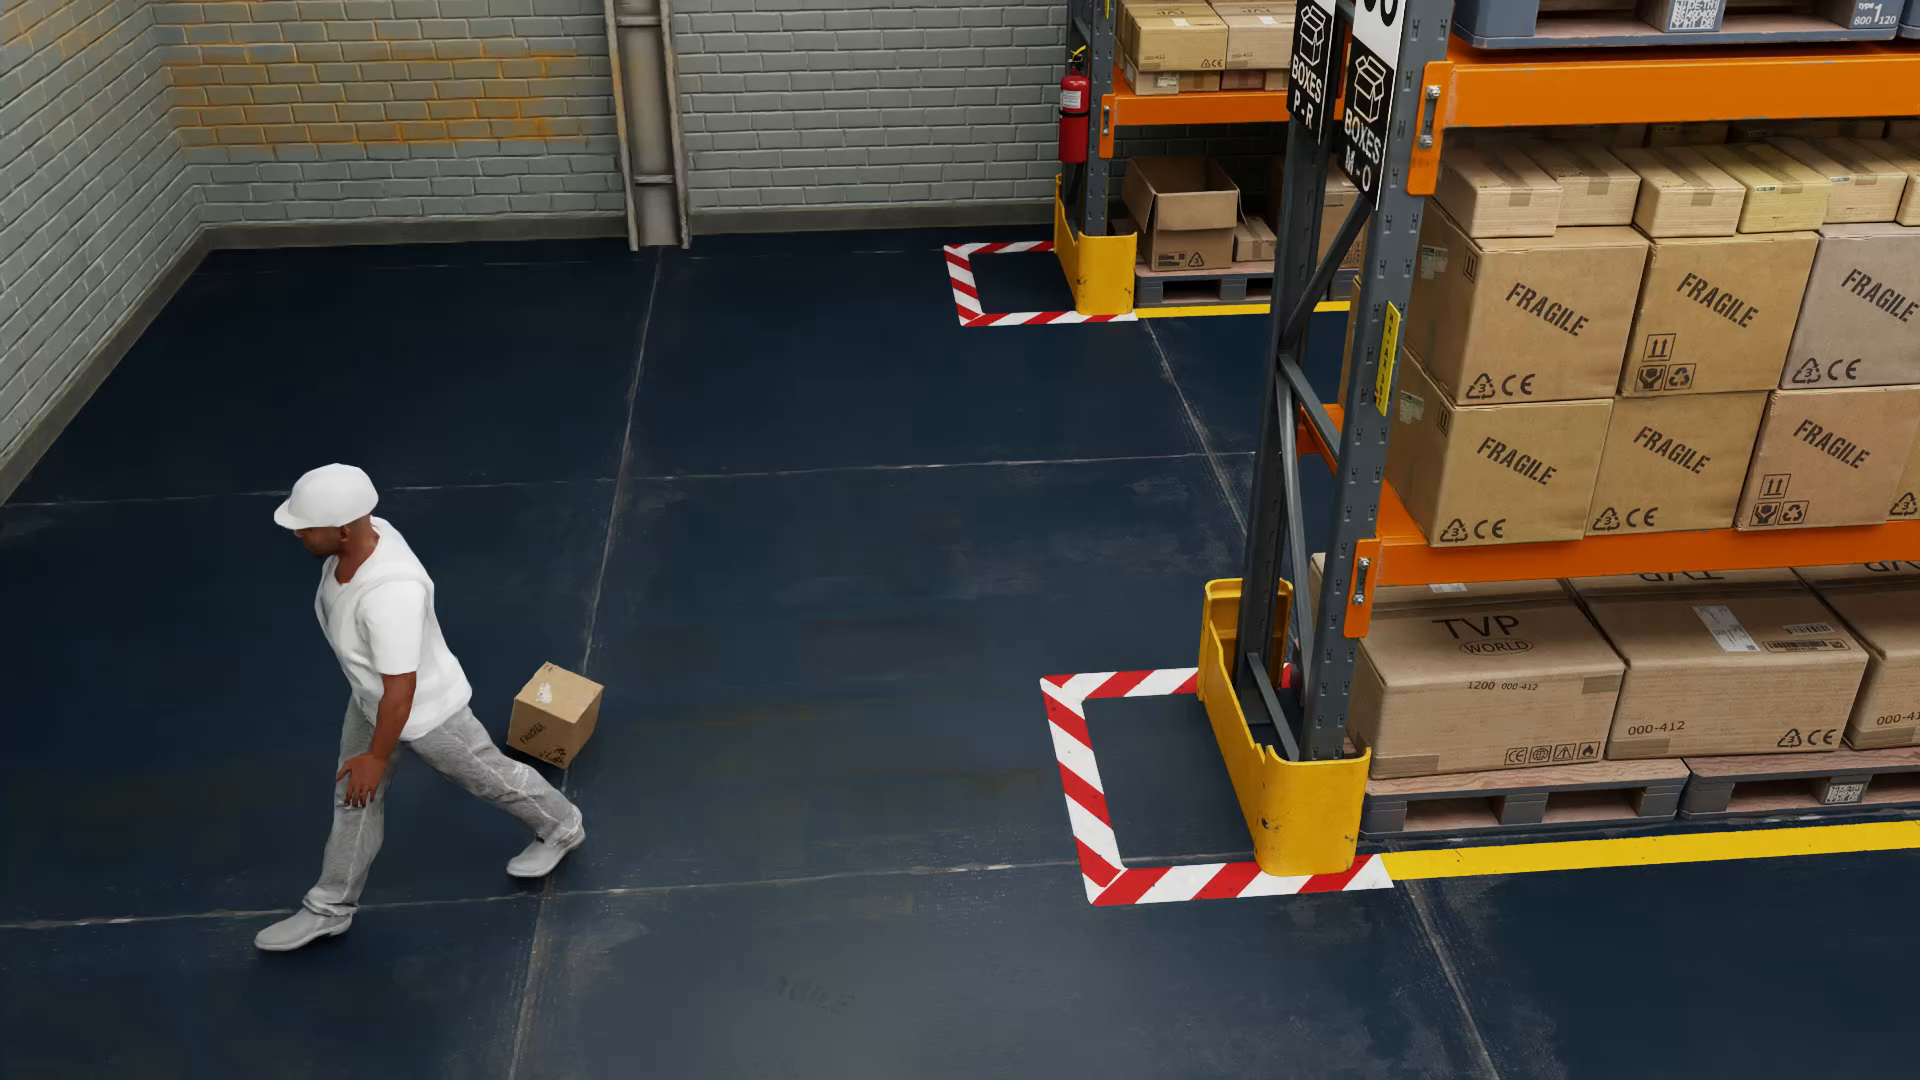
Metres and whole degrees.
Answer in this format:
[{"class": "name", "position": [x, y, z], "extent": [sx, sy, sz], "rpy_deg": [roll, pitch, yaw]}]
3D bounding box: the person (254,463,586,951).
[{"class": "person", "position": [-1.798, 0.509, 5.247], "extent": [1.102, 1.693, 0.587], "rpy_deg": [-23, 38, -34]}]
